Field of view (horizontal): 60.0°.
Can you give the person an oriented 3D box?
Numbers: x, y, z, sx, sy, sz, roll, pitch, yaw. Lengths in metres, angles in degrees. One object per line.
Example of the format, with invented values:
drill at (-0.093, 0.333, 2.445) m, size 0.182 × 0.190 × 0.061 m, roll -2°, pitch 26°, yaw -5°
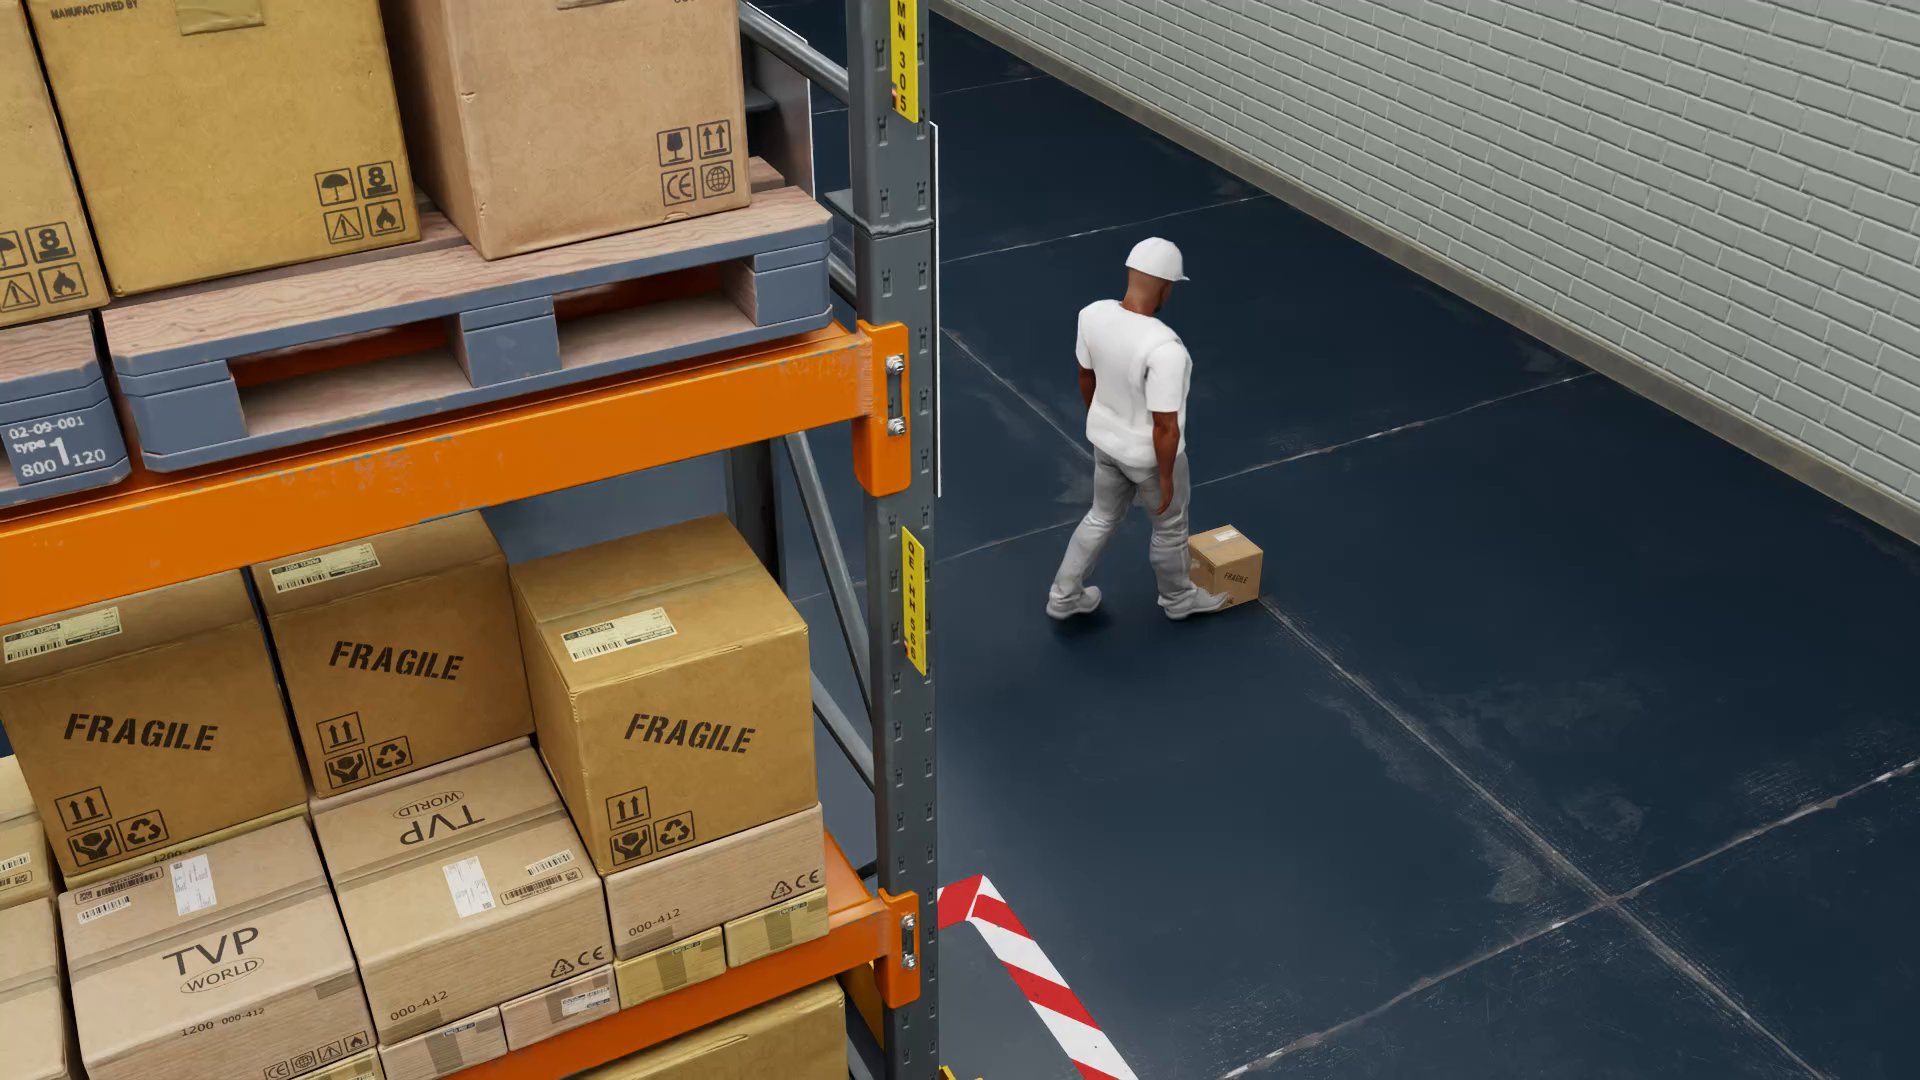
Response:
person at (0.755, -0.420, 6.753) m, size 0.772 × 1.752 × 0.617 m, roll -22°, pitch 39°, yaw -30°
